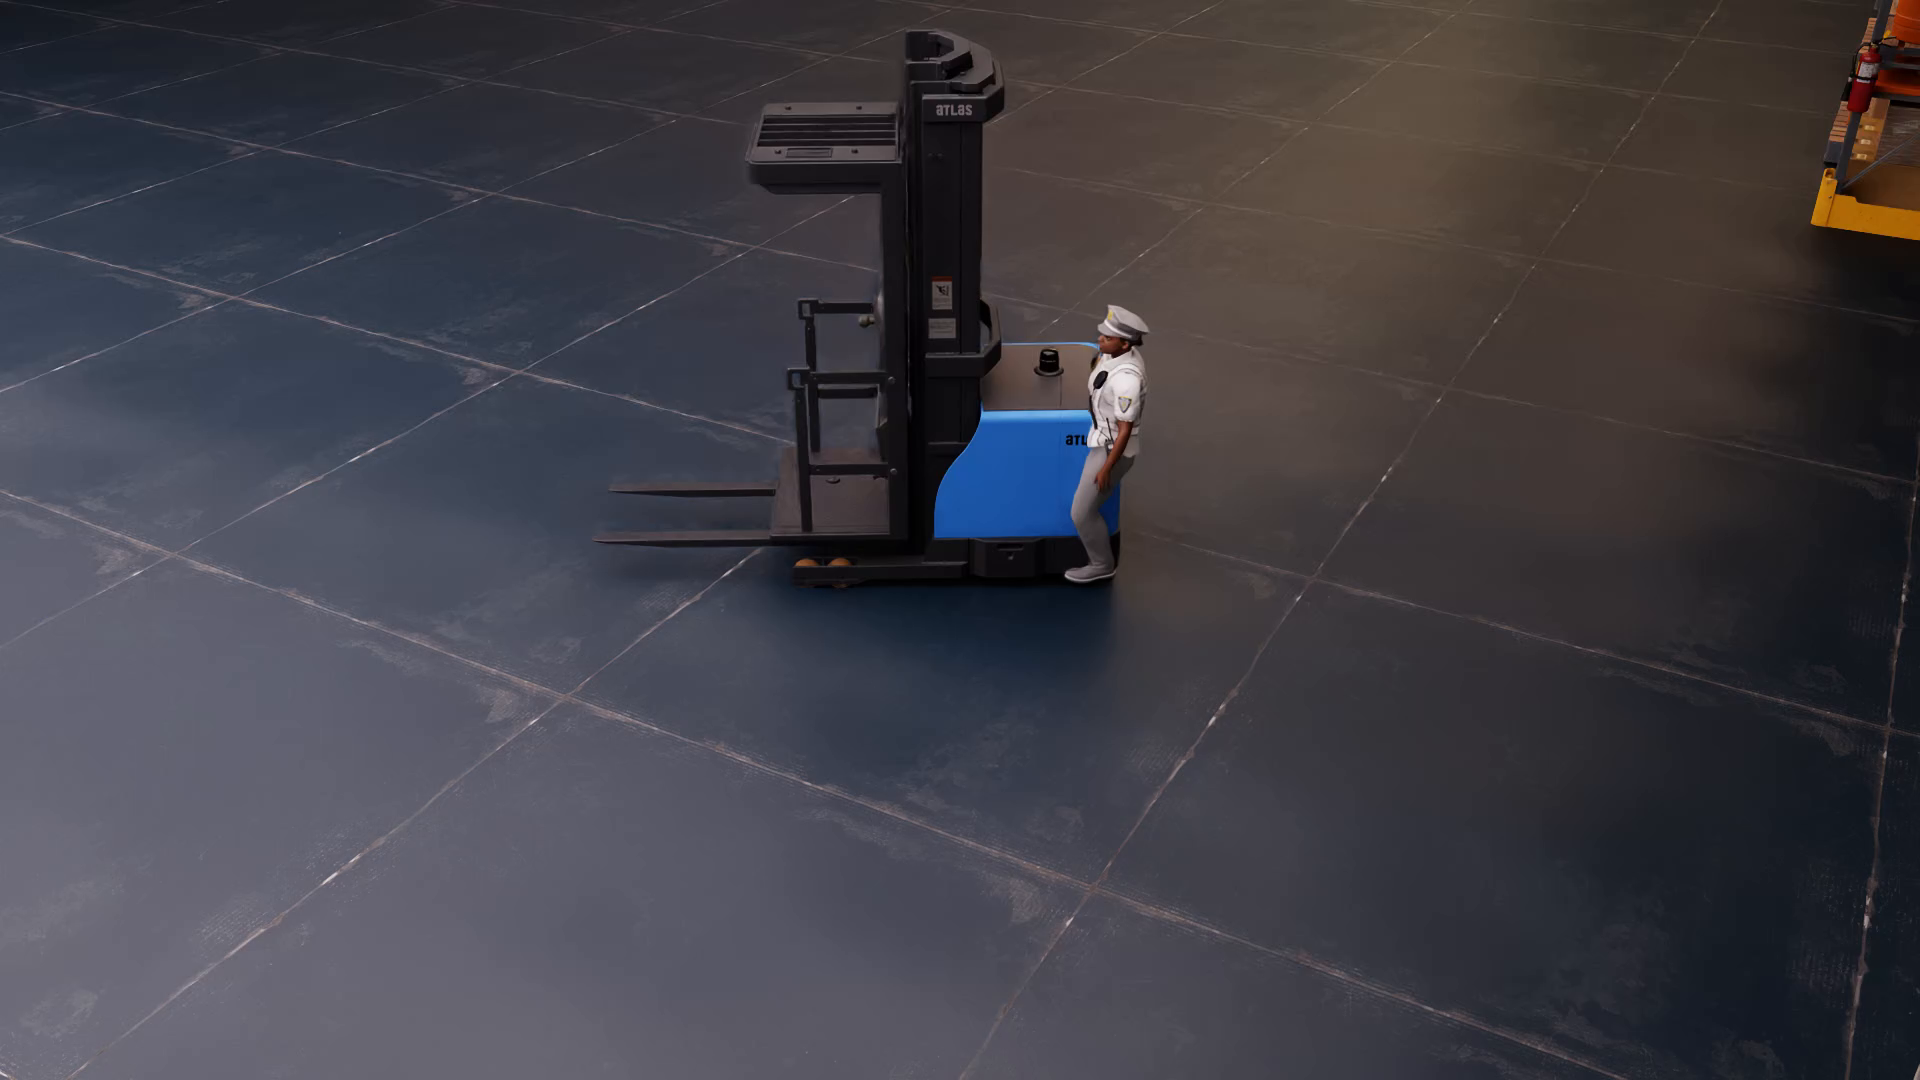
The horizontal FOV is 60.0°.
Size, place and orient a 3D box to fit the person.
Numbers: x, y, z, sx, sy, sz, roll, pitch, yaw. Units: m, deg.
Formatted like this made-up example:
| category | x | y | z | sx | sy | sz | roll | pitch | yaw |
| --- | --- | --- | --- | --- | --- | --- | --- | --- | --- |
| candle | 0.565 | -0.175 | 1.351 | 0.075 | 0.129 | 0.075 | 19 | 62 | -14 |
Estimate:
| category | x | y | z | sx | sy | sz | roll | pitch | yaw |
| --- | --- | --- | --- | --- | --- | --- | --- | --- | --- |
| person | 0.754 | -0.511 | 9.184 | 0.512 | 1.696 | 0.567 | -1 | 30 | -3 |

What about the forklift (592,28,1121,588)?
| category | x | y | z | sx | sy | sz | roll | pitch | yaw |
| --- | --- | --- | --- | --- | --- | --- | --- | --- | --- |
| forklift | -0.610 | -1.261 | 9.256 | 3.031 | 2.935 | 1.130 | -1 | 30 | -1 |
